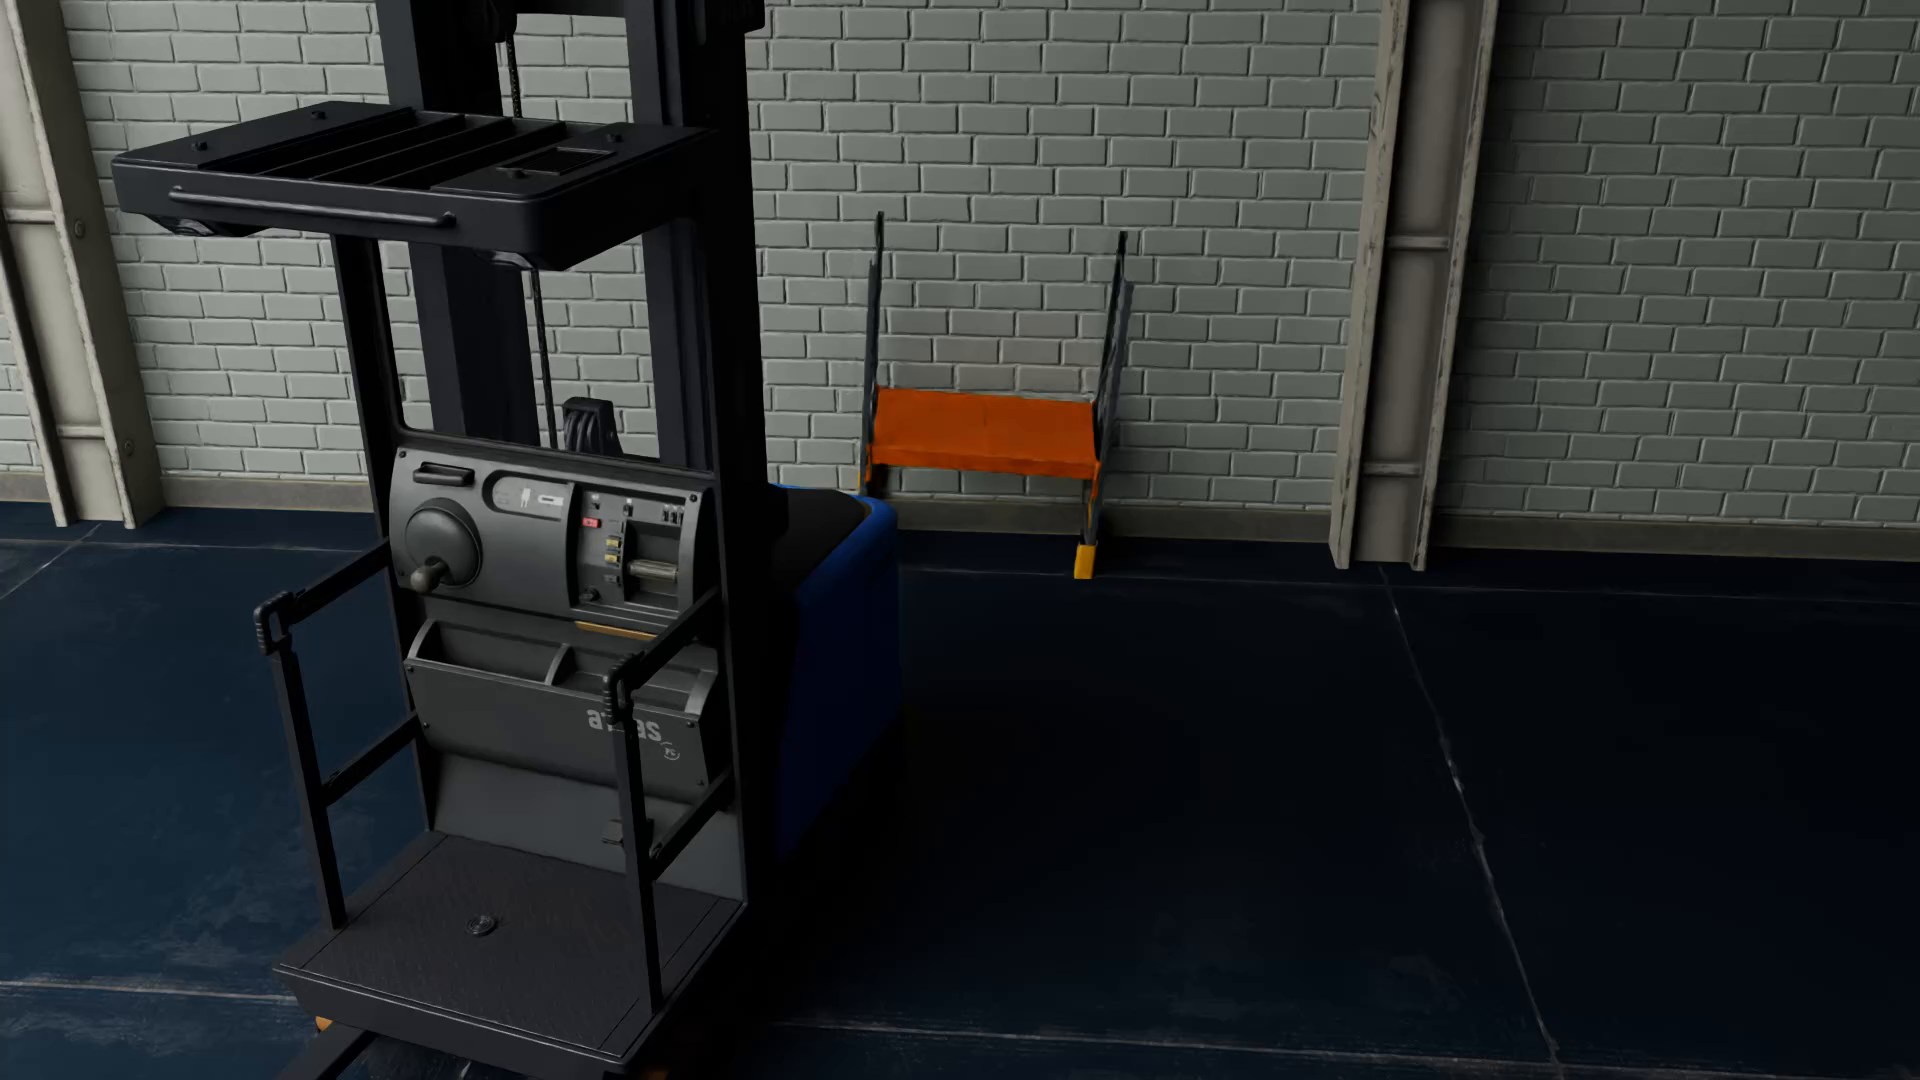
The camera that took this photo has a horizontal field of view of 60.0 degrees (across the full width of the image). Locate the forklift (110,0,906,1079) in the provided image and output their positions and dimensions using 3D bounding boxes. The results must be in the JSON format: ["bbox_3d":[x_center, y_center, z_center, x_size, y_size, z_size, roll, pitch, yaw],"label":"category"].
[{"bbox_3d":[-1.169,0.021,4.199,1.130,2.935,3.031,9,26,18],"label":"forklift"}]

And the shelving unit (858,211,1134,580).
[{"bbox_3d":[0.108,-0.584,7.196,1.083,1.500,0.587,4,36,-1],"label":"shelving unit"}]

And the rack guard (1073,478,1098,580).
[{"bbox_3d":[0.559,-0.042,7.572,0.087,0.250,0.587,4,36,-1],"label":"rack guard"}]

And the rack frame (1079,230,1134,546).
[{"bbox_3d":[0.624,-0.546,7.207,0.032,1.500,0.500,4,36,-1],"label":"rack frame"}]

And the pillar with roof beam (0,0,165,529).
[{"bbox_3d":[-4.411,-2.416,2.235,0.400,9.000,9.100,2,25,4],"label":"pillar with roof beam"}]

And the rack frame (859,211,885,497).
[{"bbox_3d":[-0.390,-0.621,7.185,0.032,1.500,0.500,4,36,-1],"label":"rack frame"}]

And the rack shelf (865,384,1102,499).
[{"bbox_3d":[0.104,-0.438,7.301,1.000,0.185,0.538,4,36,-1],"label":"rack shelf"}]

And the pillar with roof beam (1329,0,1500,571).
[{"bbox_3d":[1.571,-2.224,1.818,0.400,9.000,9.100,2,25,4],"label":"pillar with roof beam"}]

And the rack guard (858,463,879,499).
[{"bbox_3d":[-0.434,-0.116,7.550,0.087,0.250,0.587,4,36,-1],"label":"rack guard"}]
